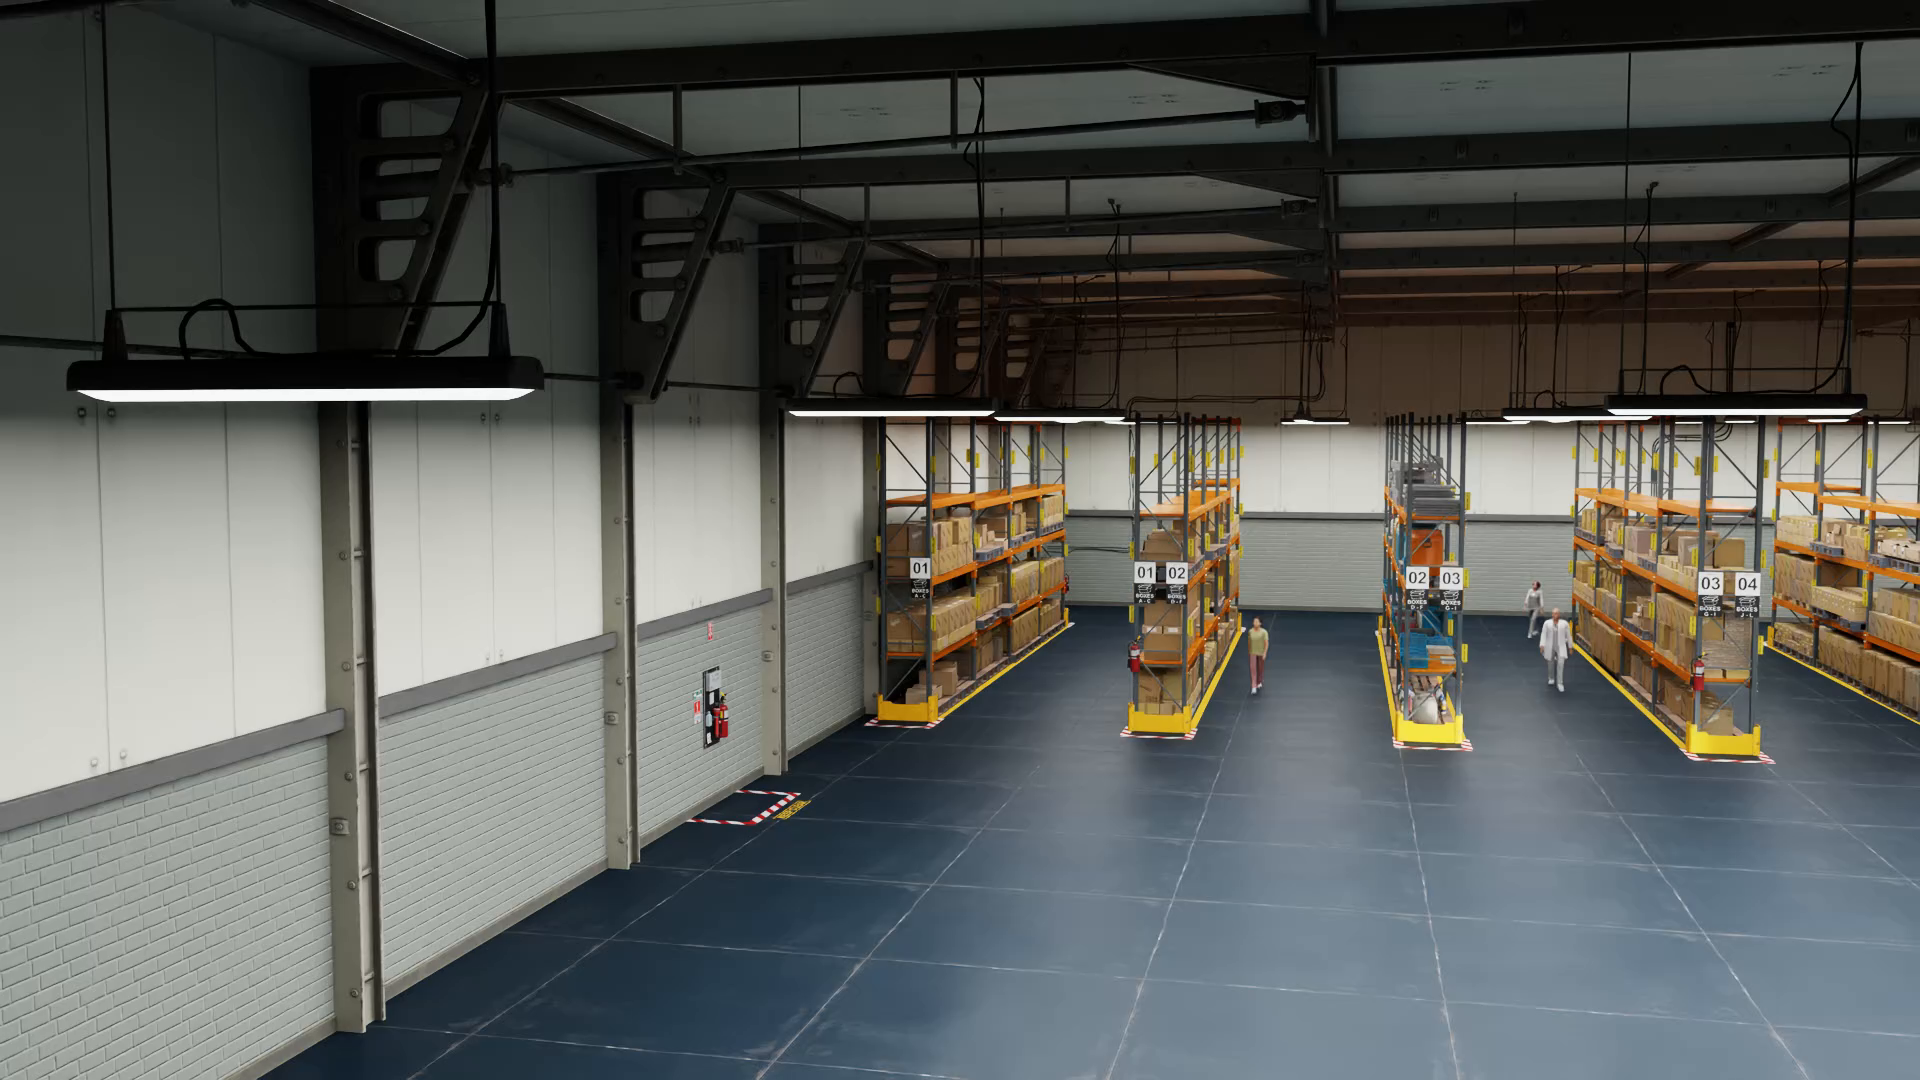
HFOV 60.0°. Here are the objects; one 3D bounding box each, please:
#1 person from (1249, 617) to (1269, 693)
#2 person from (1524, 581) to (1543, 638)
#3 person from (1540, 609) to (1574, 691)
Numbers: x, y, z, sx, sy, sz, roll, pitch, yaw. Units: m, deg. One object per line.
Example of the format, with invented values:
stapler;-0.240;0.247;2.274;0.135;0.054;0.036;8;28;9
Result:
person;6.461;2.463;35.996;0.429;1.611;1.058;1;4;10
person;15.603;1.877;45.236;0.478;1.539;0.928;3;5;36
person;13.088;2.367;36.469;0.704;1.728;1.101;2;4;22
